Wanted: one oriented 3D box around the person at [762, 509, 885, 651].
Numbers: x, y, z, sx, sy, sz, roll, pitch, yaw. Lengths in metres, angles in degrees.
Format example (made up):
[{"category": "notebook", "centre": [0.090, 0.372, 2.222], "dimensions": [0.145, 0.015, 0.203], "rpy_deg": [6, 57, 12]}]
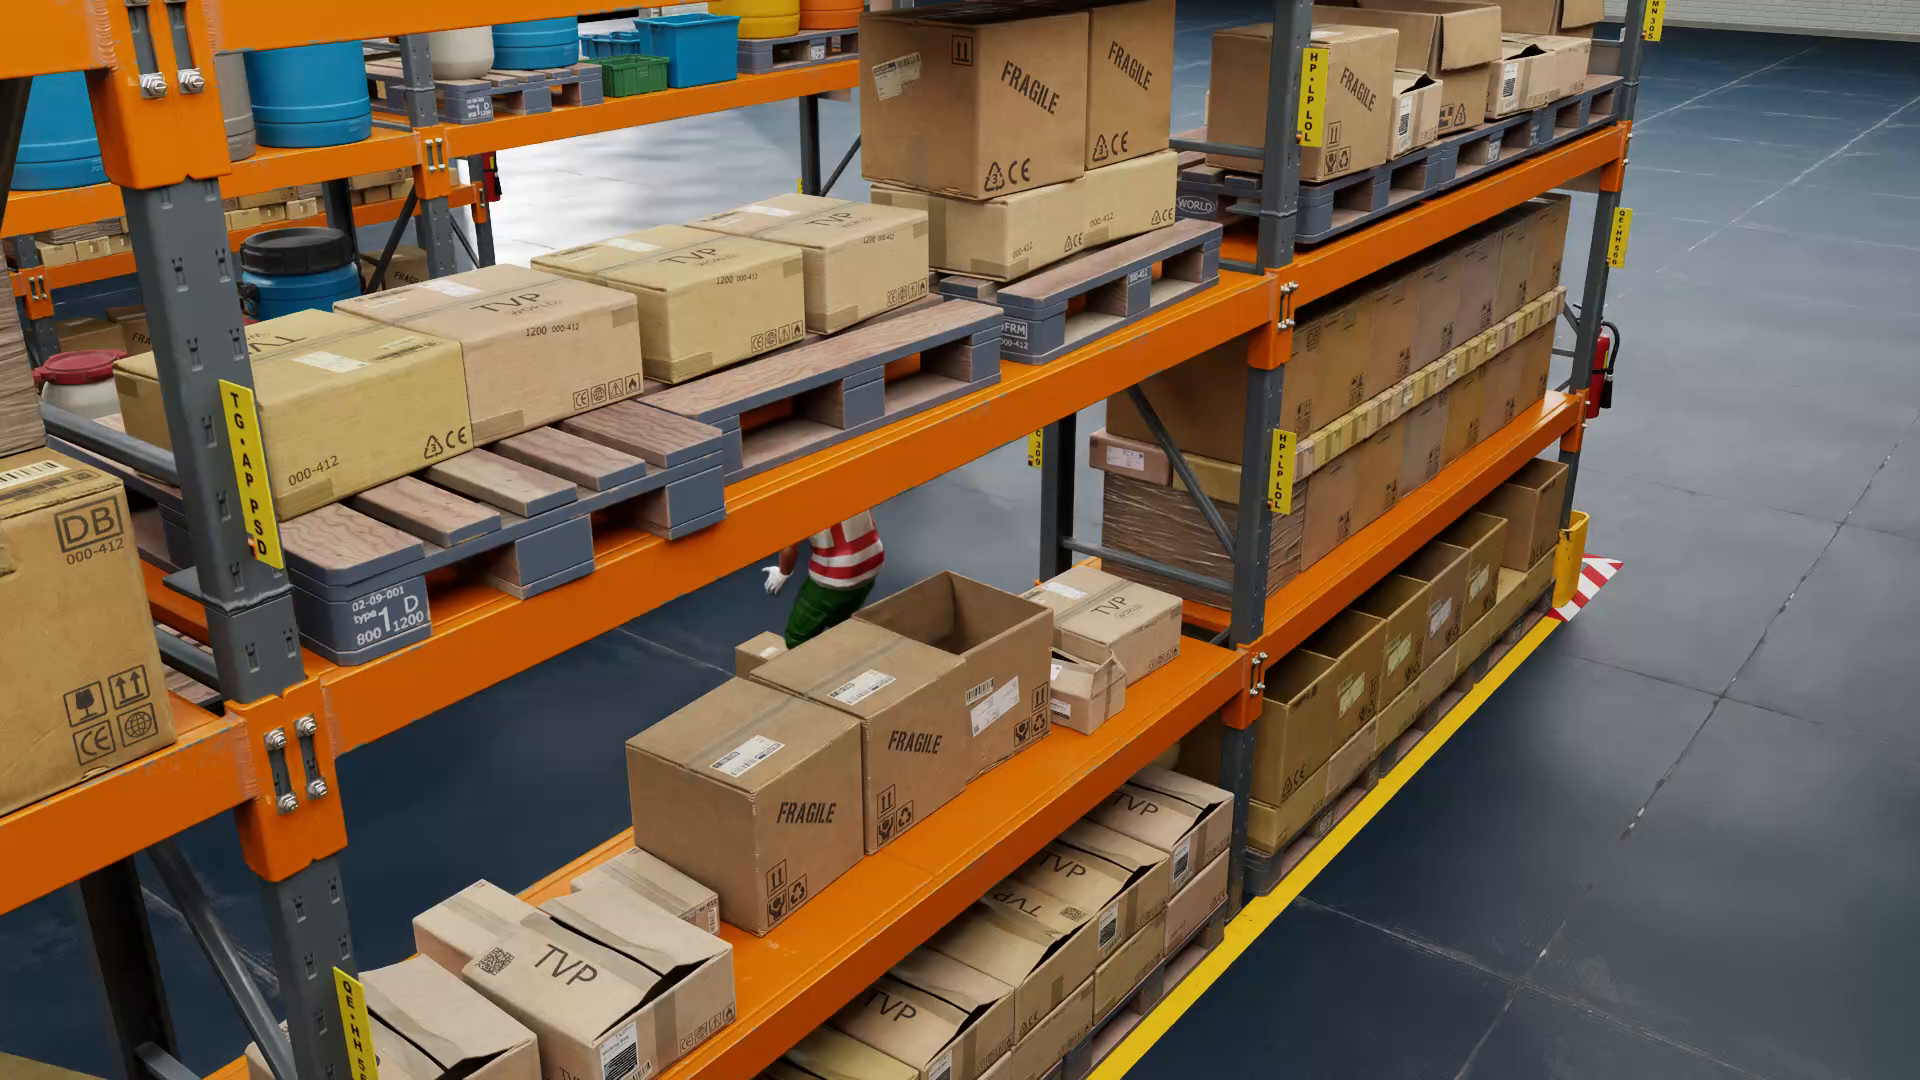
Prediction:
[{"category": "person", "centre": [-0.687, 0.148, 8.382], "dimensions": [0.558, 1.666, 0.560], "rpy_deg": [17, 29, 35]}]
